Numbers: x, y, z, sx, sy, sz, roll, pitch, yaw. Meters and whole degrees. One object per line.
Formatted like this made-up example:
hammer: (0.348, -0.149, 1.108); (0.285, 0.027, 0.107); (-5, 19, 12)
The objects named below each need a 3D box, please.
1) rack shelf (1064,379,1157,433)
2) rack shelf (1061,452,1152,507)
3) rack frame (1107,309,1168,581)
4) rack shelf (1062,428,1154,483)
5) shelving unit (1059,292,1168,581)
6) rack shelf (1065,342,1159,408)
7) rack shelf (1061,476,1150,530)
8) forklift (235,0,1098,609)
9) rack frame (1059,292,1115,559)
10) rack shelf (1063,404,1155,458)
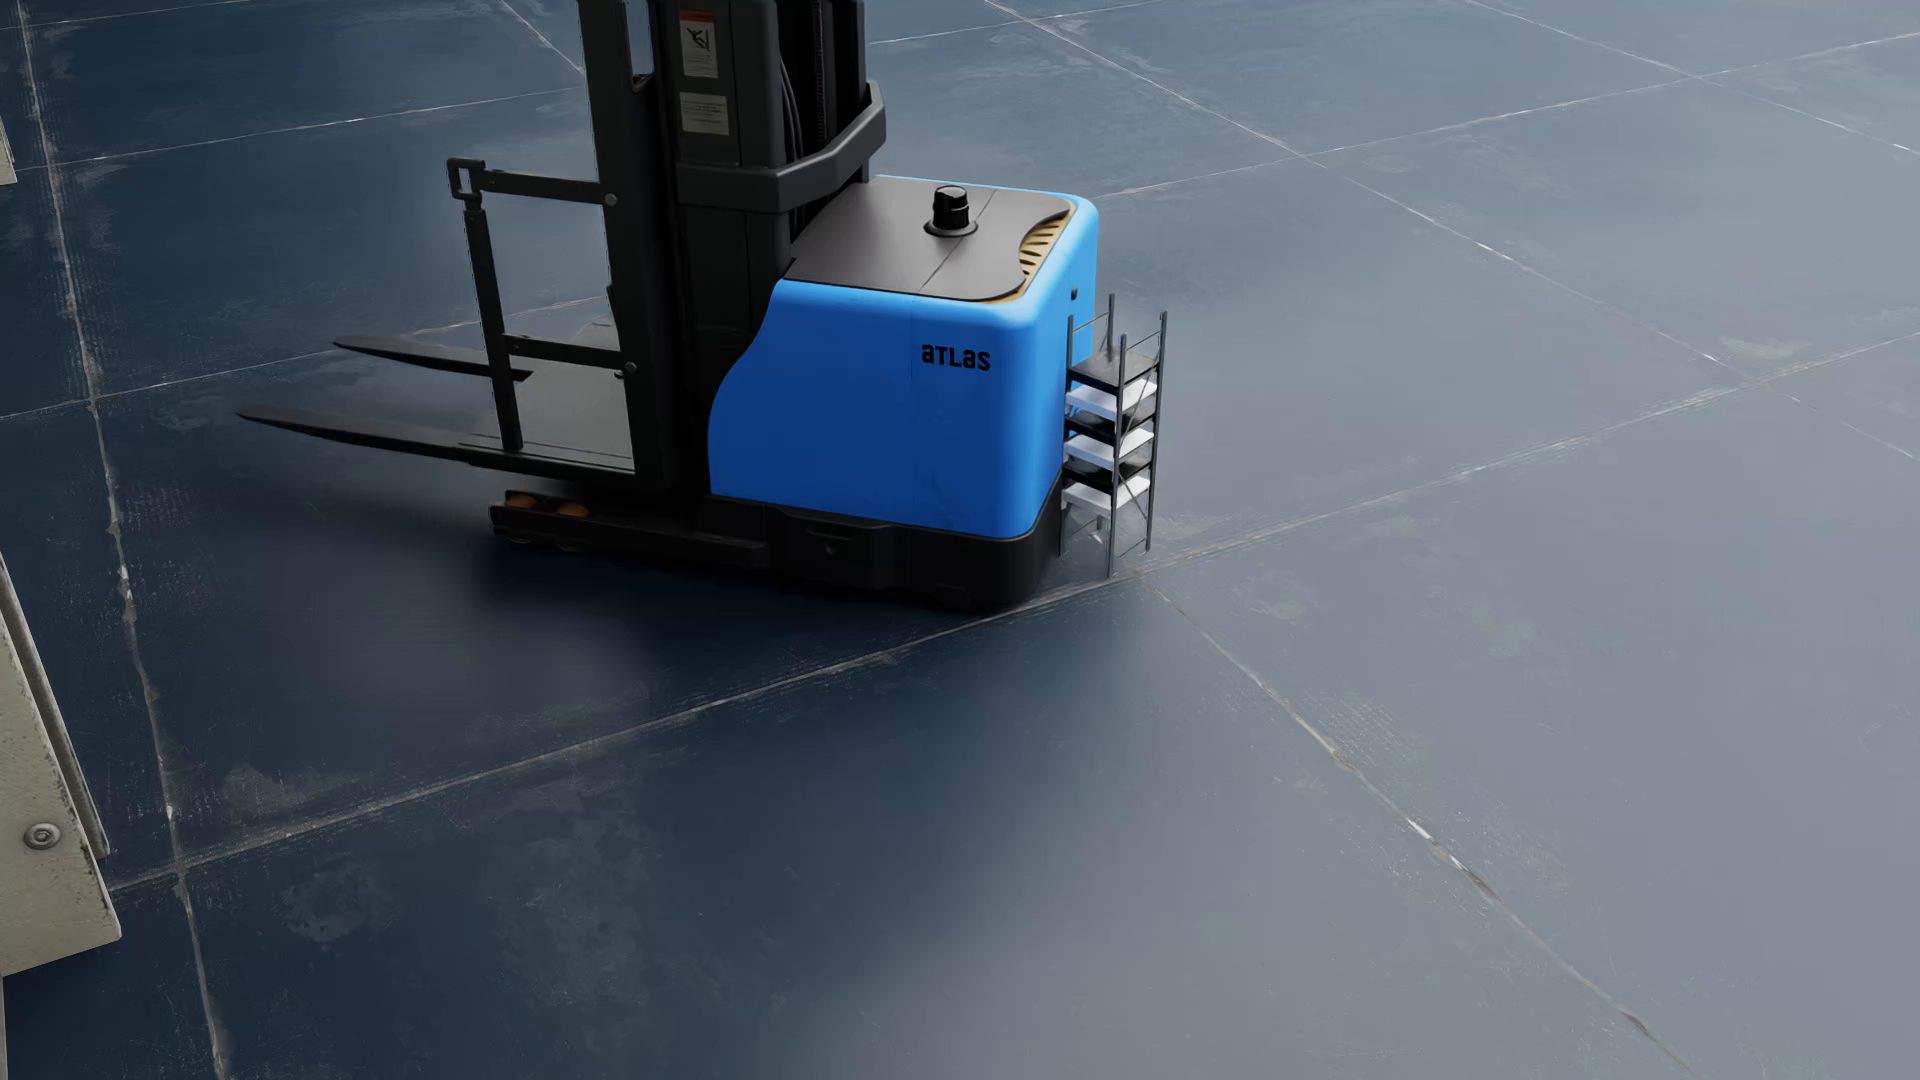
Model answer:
rack shelf: (0.493, -0.453, 5.351); (0.200, 0.077, 0.258); (25, 40, 33)
rack shelf: (0.493, -0.226, 5.496); (0.200, 0.077, 0.258); (25, 40, 33)
rack frame: (0.570, -0.294, 5.374); (0.006, 0.900, 0.240); (25, 40, 33)
rack shelf: (0.493, -0.301, 5.448); (0.200, 0.077, 0.258); (25, 40, 33)
shelving unit: (0.493, -0.330, 5.430); (0.210, 0.900, 0.258); (25, 40, 33)
rack shelf: (0.493, -0.529, 5.302); (0.200, 0.077, 0.258); (25, 40, 33)
rack shelf: (0.493, -0.150, 5.545); (0.200, 0.077, 0.258); (25, 40, 33)
forklift: (-1.100, -1.455, 5.304); (3.031, 2.935, 1.130); (9, 34, 14)
rack frame: (0.415, -0.365, 5.485); (0.006, 0.900, 0.240); (25, 40, 33)
rack shelf: (0.493, -0.377, 5.399); (0.200, 0.077, 0.258); (25, 40, 33)
